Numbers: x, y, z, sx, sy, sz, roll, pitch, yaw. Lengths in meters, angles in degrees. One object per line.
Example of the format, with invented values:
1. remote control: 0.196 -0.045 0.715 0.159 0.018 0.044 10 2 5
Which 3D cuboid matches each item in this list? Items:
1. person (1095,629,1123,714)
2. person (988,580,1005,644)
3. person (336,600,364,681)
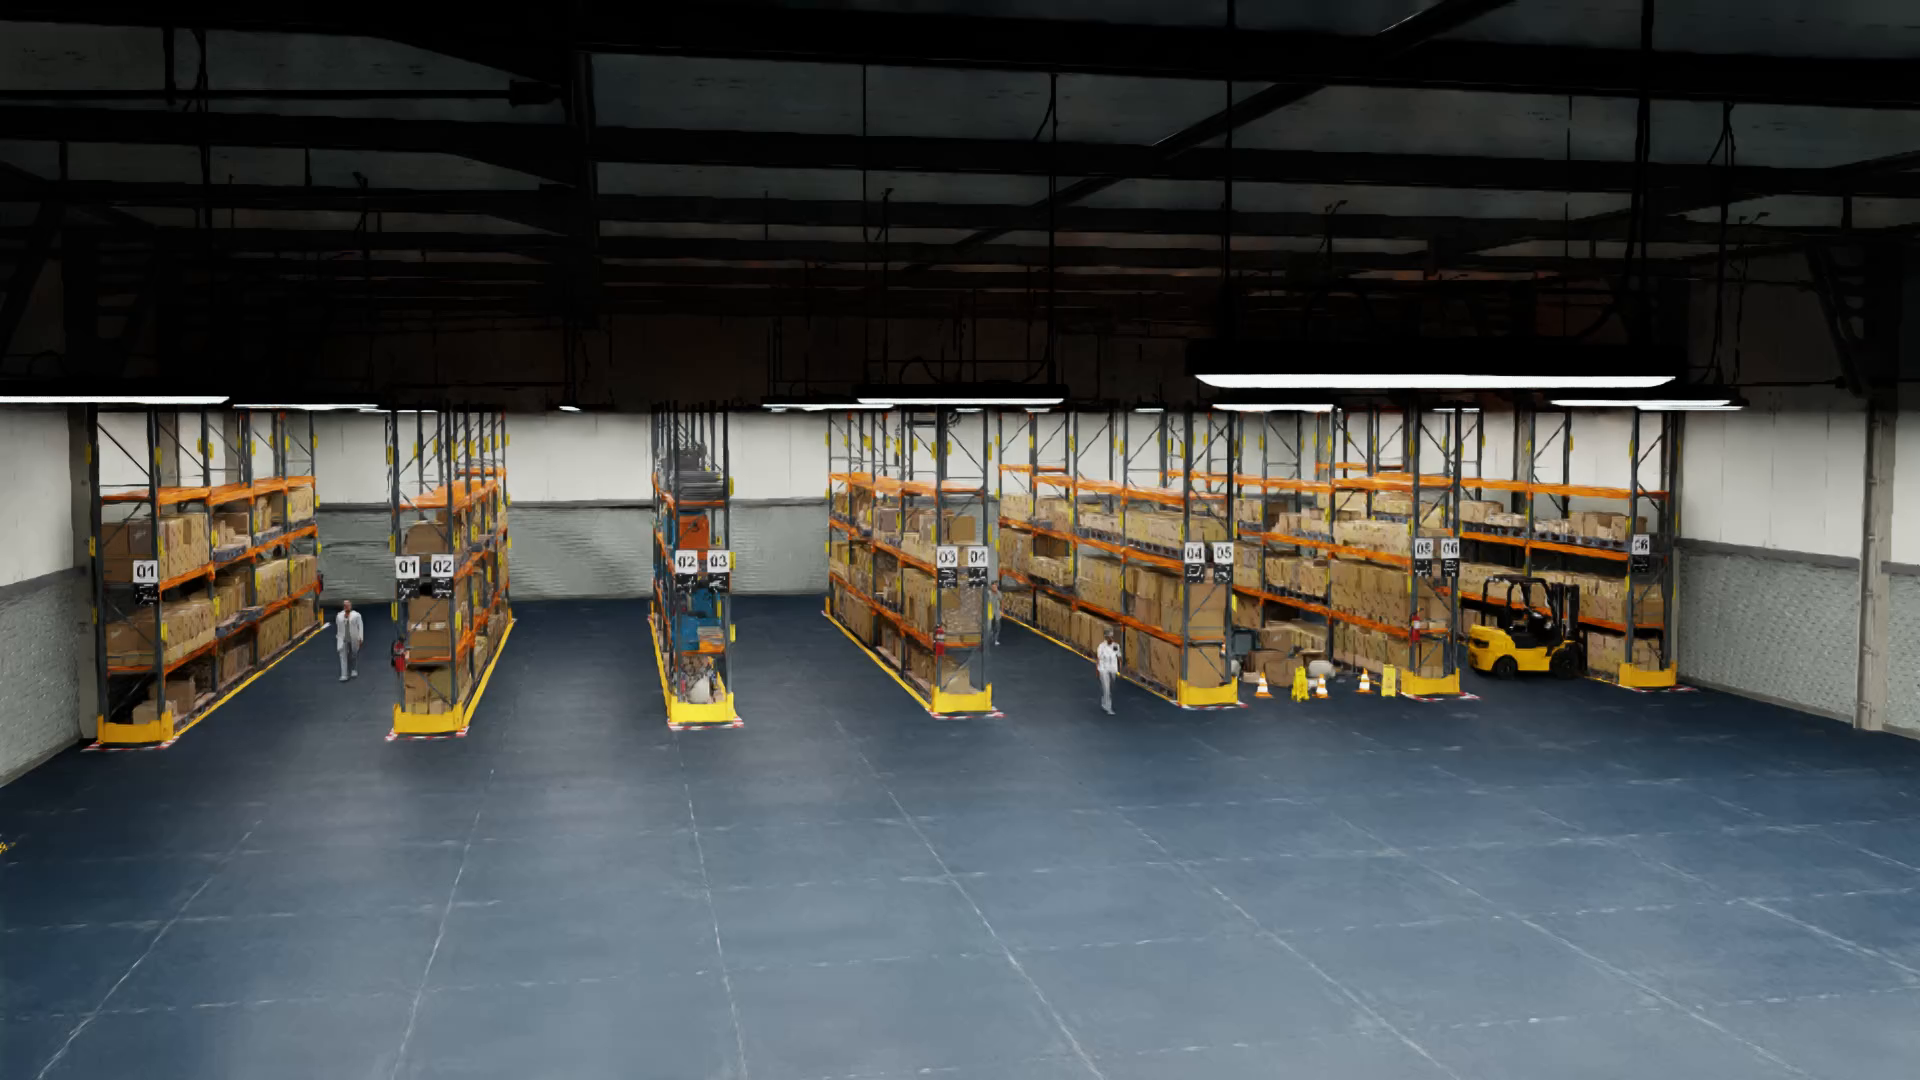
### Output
1. person: 2.872 2.499 31.933 0.463 1.622 0.989 -1 4 -13
2. person: 0.820 1.799 41.447 0.580 1.618 0.507 -1 4 -13
3. person: -13.180 2.152 35.900 0.600 1.725 1.093 -1 4 -13
